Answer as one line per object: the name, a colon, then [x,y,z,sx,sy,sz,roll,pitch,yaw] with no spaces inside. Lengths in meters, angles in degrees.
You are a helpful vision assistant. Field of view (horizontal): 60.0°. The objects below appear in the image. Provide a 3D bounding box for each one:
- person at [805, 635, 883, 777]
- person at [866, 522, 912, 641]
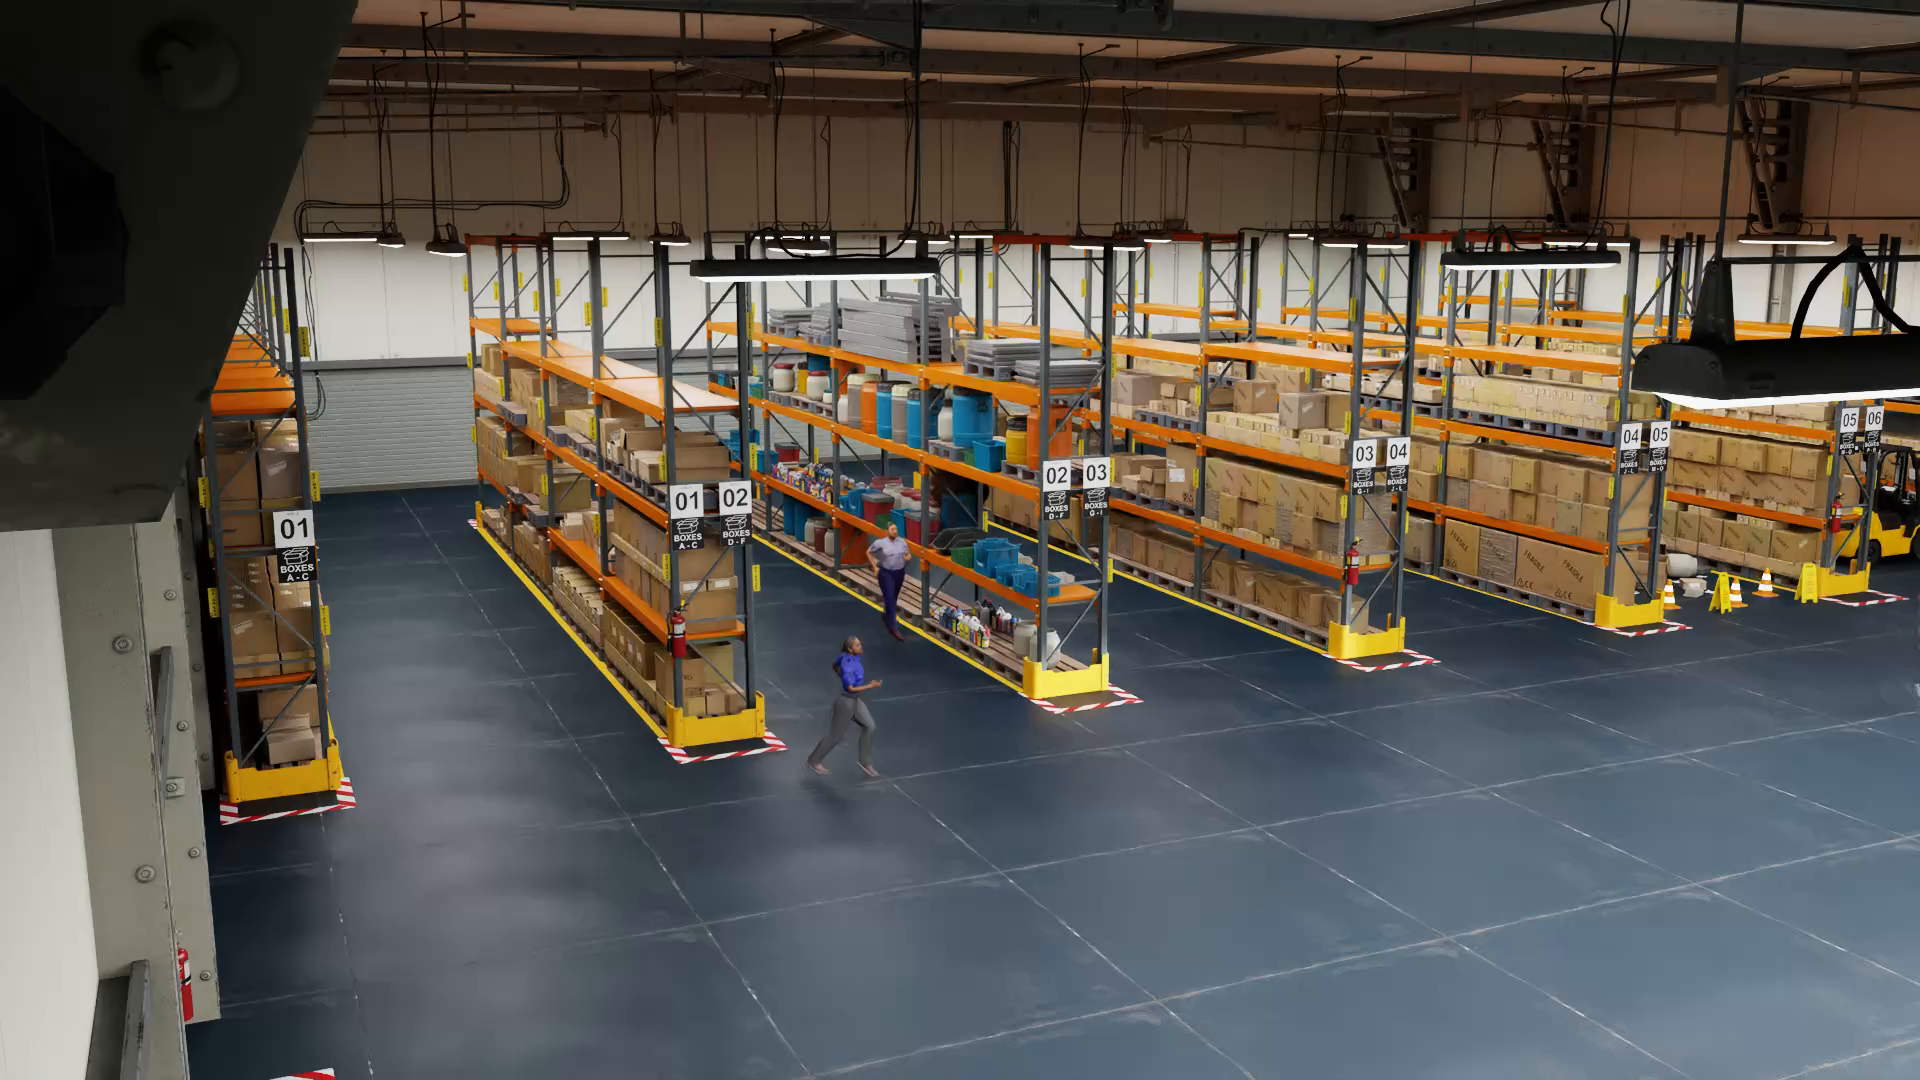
person: [-1.310,1.917,18.994,0.889,1.687,0.588,1,11,7]
person: [-0.990,0.569,24.286,0.594,1.668,0.832,-7,13,-32]
